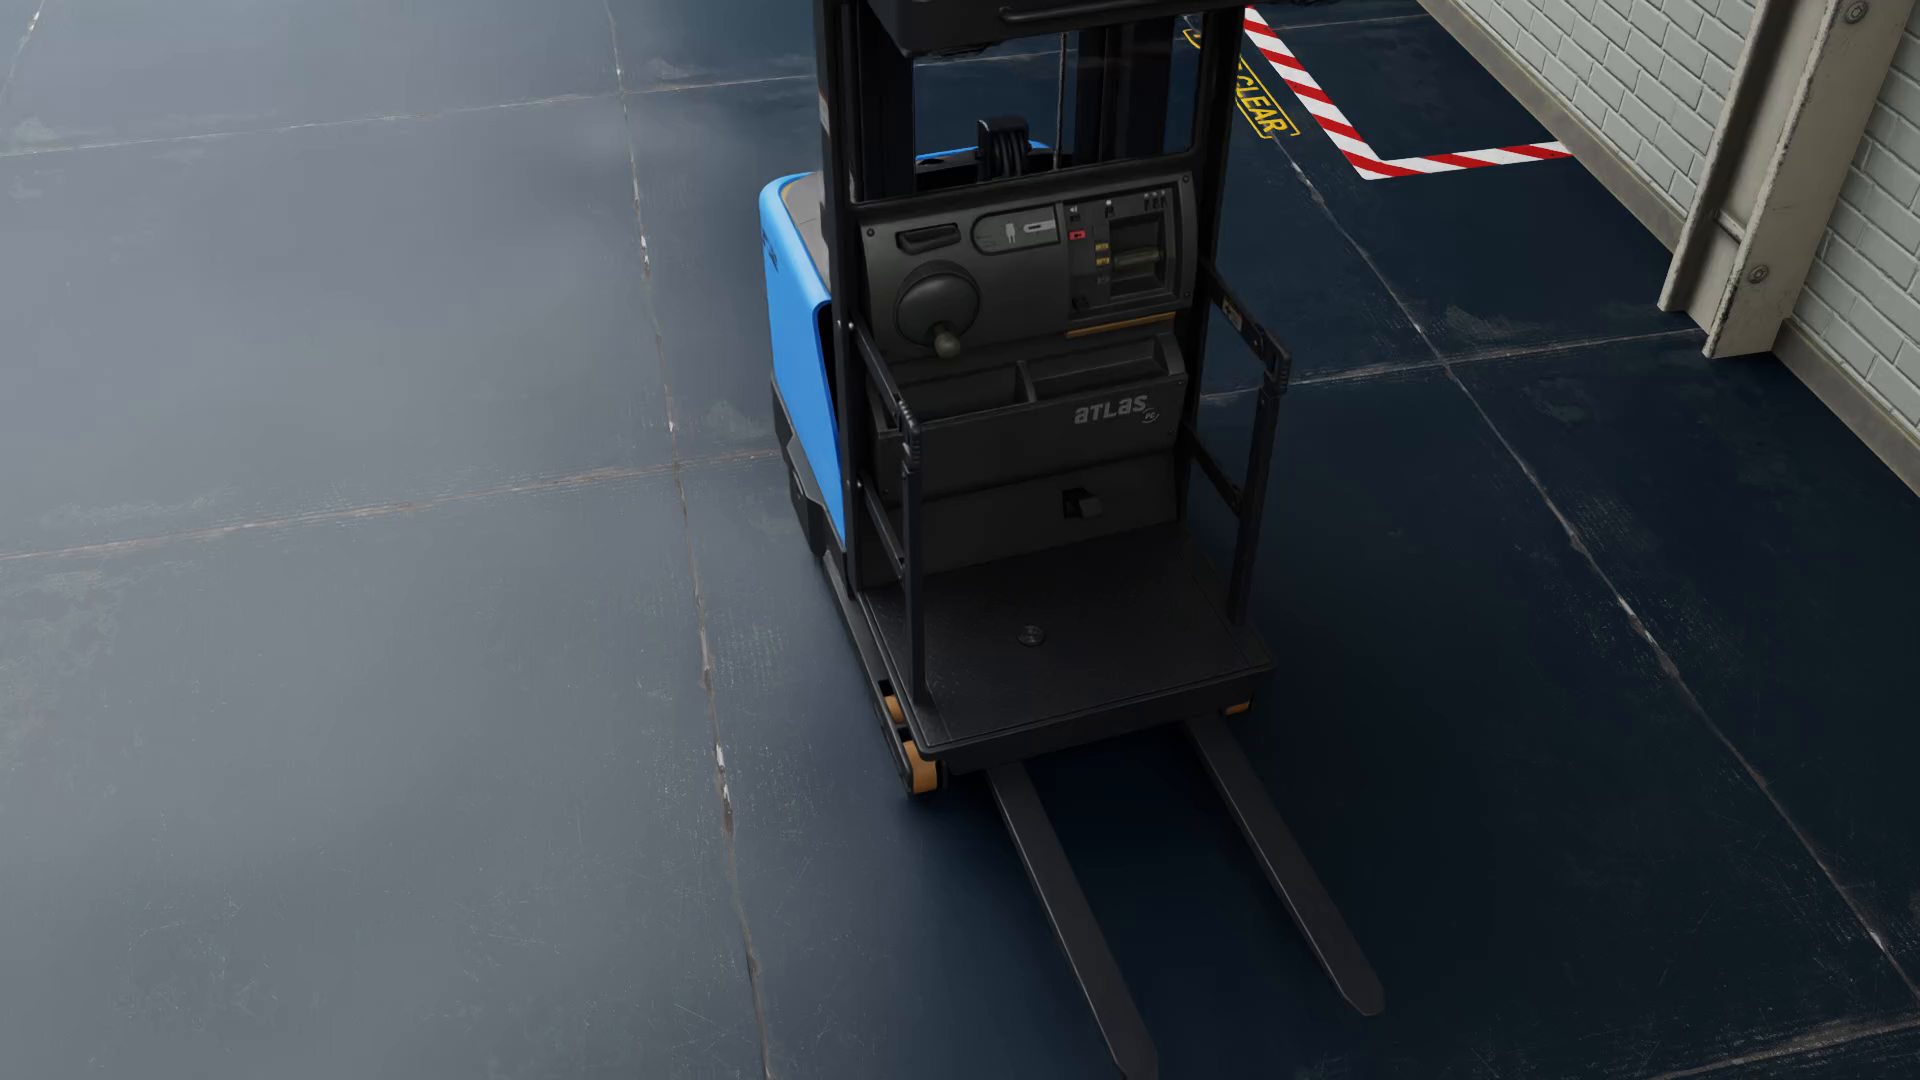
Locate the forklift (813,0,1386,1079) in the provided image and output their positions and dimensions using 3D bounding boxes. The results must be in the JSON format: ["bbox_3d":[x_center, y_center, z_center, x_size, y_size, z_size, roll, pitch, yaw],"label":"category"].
[{"bbox_3d":[0.255,-0.651,4.276,1.110,2.935,3.031,-12,43,-13],"label":"forklift"}]

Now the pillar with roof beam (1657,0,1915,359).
[{"bbox_3d":[-1.145,-3.612,3.041,9.100,9.000,0.400,-8,42,-9],"label":"pillar with roof beam"}]
